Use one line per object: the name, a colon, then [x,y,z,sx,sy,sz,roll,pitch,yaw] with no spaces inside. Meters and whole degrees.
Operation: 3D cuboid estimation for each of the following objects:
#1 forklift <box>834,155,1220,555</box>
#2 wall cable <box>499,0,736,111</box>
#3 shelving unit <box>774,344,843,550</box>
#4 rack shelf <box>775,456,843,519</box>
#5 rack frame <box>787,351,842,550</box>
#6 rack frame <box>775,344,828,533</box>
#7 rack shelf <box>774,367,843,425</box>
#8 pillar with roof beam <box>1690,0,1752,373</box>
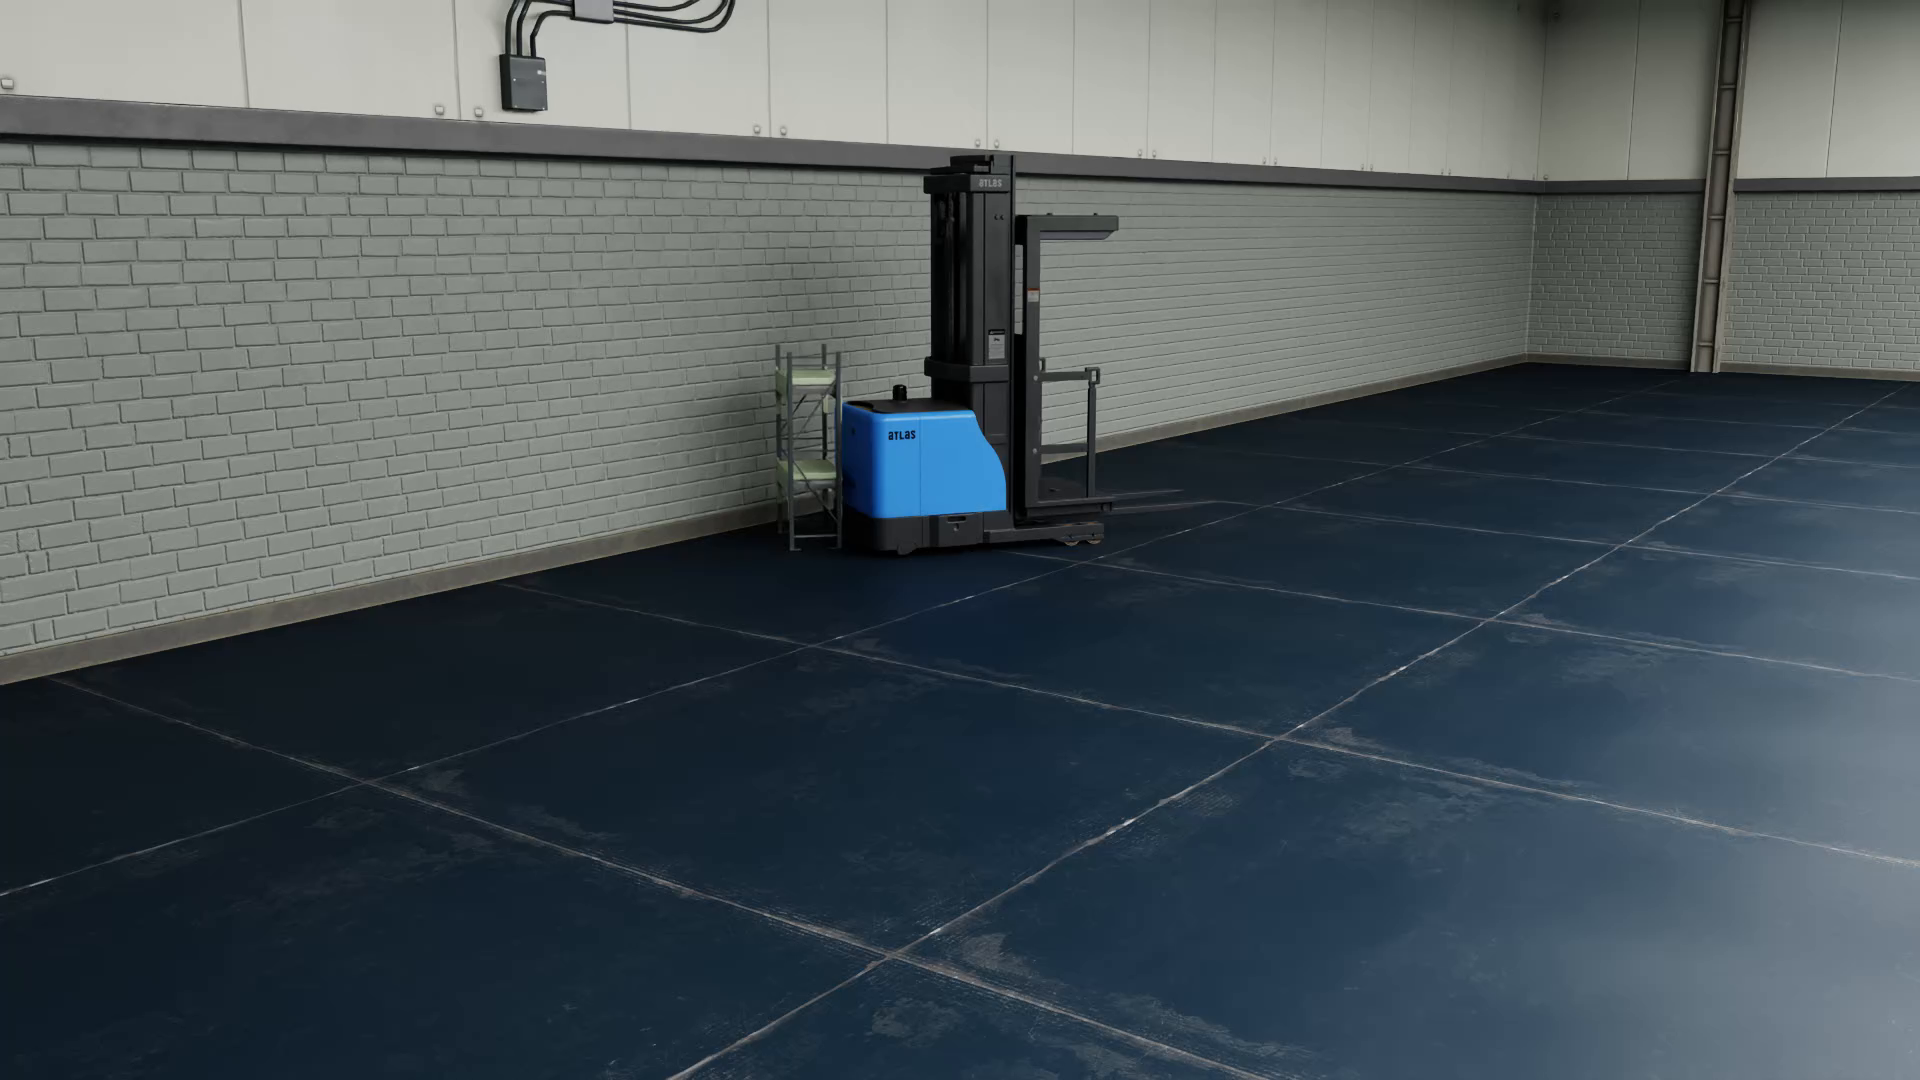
forklift: [0.577,-1.483,12.979,3.031,2.935,1.130,-4,12,-22]
wall cable: [-2.349,-6.022,11.511,0.169,6.003,2.305,8,13,36]
shelving unit: [-1.174,-0.734,12.865,0.431,1.500,0.755,-2,11,-13]
rack shelf: [-1.177,-0.414,12.927,0.431,0.370,0.720,-2,11,-13]
rack frame: [-1.092,-0.666,12.515,0.400,1.500,0.023,-2,11,-13]
rack frame: [-1.256,-0.802,13.216,0.400,1.500,0.023,-2,11,-13]
rack shelf: [-1.171,-1.117,12.792,0.431,0.370,0.720,-2,11,-13]
pillar with roof beam: [9.707,-6.530,23.092,0.400,9.000,9.100,8,13,36]
